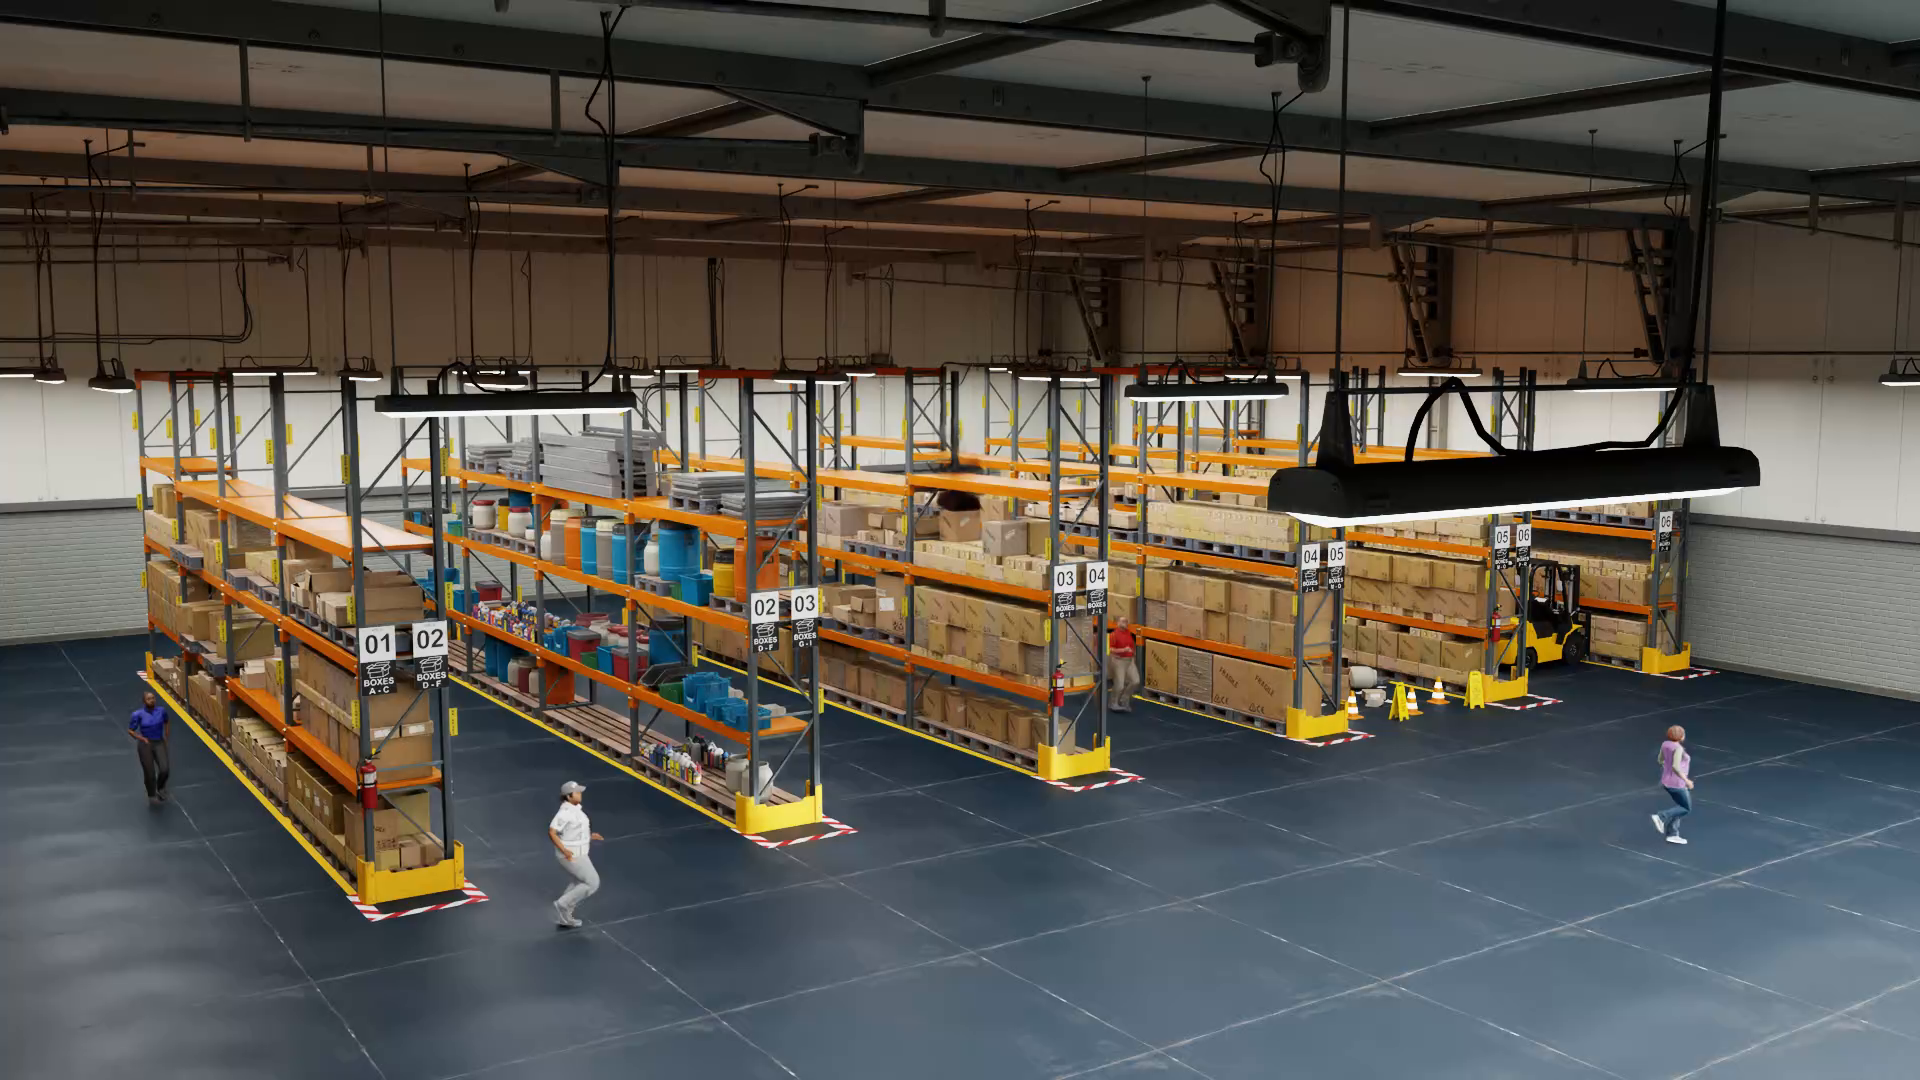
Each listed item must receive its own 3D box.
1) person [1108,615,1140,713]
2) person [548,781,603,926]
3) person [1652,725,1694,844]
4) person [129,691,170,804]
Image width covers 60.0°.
[{"bbox_3d":[2.894,2.201,29.204,0.643,1.754,0.676,-5,8,-36],"label":"person"},{"bbox_3d":[-4.214,3.462,18.327,0.552,1.629,0.598,-1,6,-7],"label":"person"},{"bbox_3d":[9.177,3.155,21.461,0.544,1.559,0.544,0,6,-4],"label":"person"},{"bbox_3d":[-11.270,2.906,23.216,0.576,1.617,0.573,-5,8,-37],"label":"person"}]
